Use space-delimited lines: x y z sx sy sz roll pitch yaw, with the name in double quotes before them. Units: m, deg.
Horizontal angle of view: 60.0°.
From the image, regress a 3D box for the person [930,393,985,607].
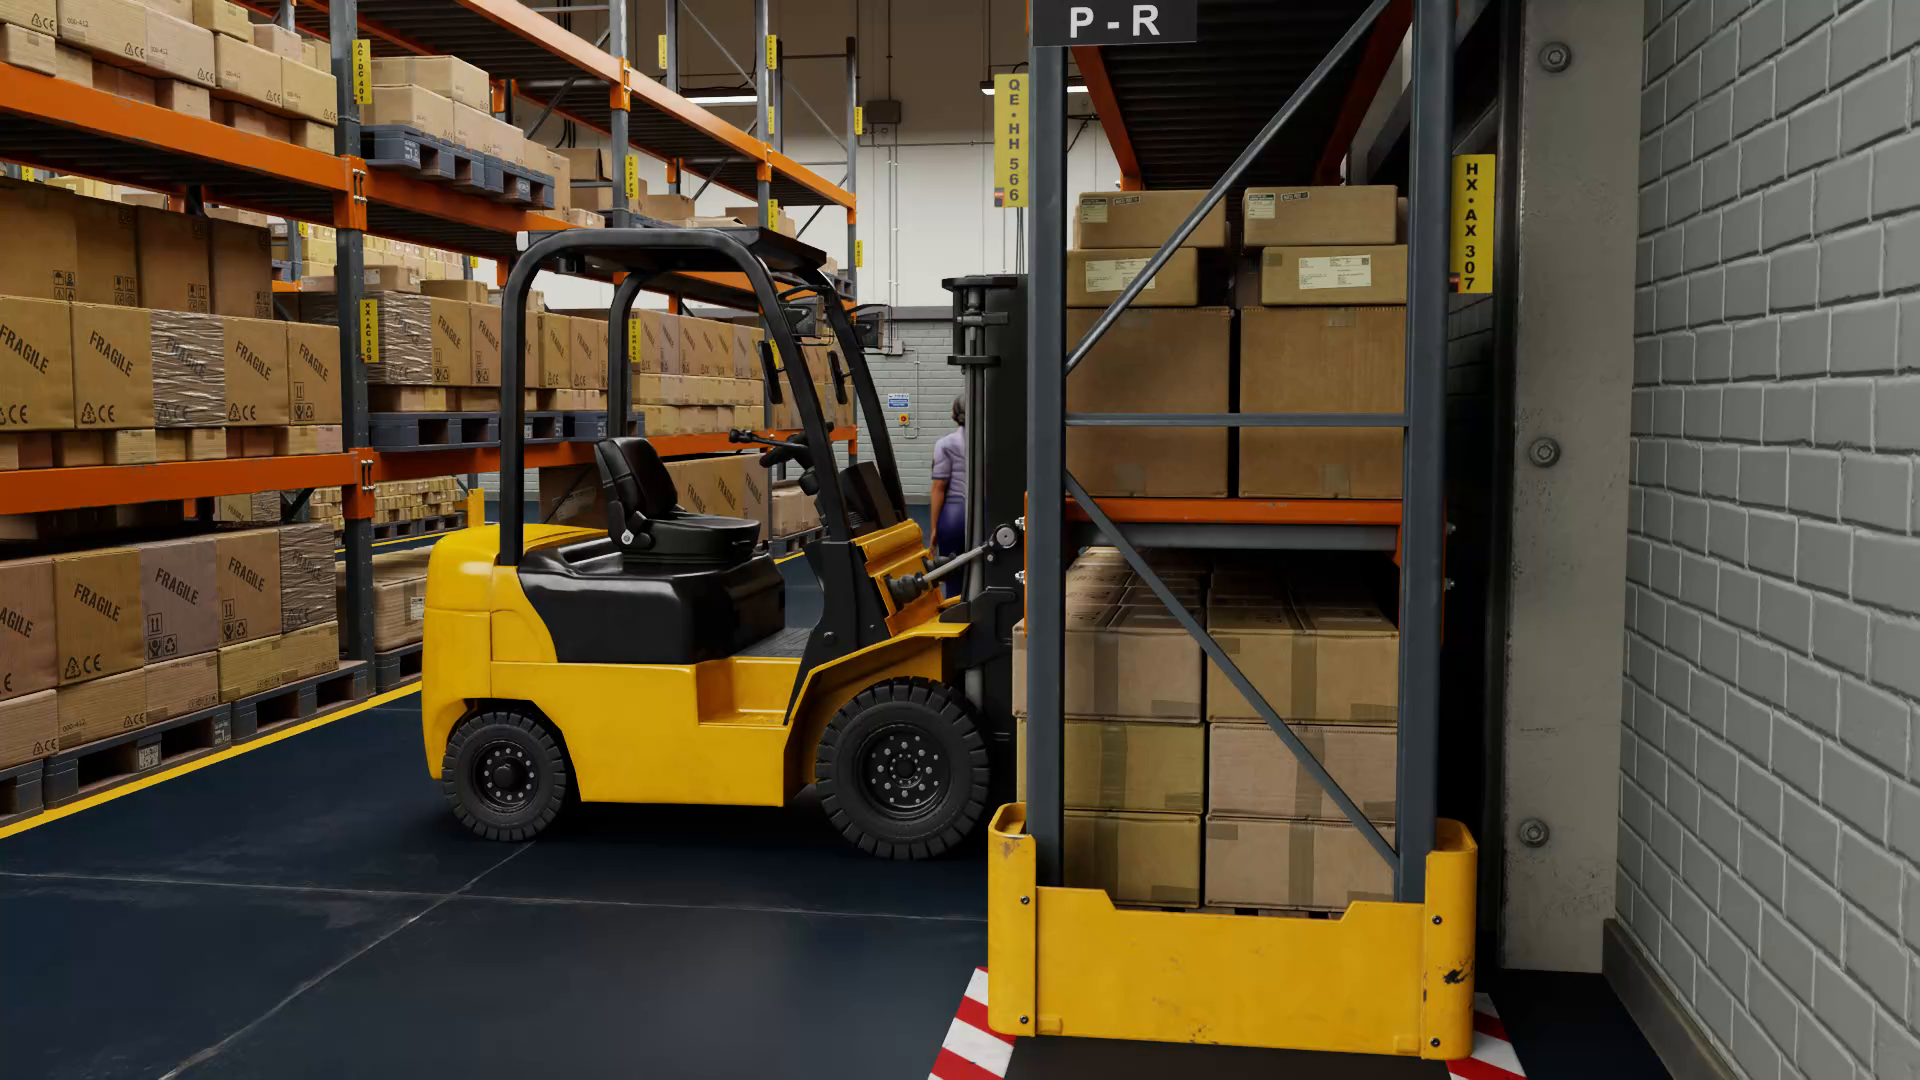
"person" 0.068 -0.080 9.999 0.489 1.603 0.957 0 5 5
